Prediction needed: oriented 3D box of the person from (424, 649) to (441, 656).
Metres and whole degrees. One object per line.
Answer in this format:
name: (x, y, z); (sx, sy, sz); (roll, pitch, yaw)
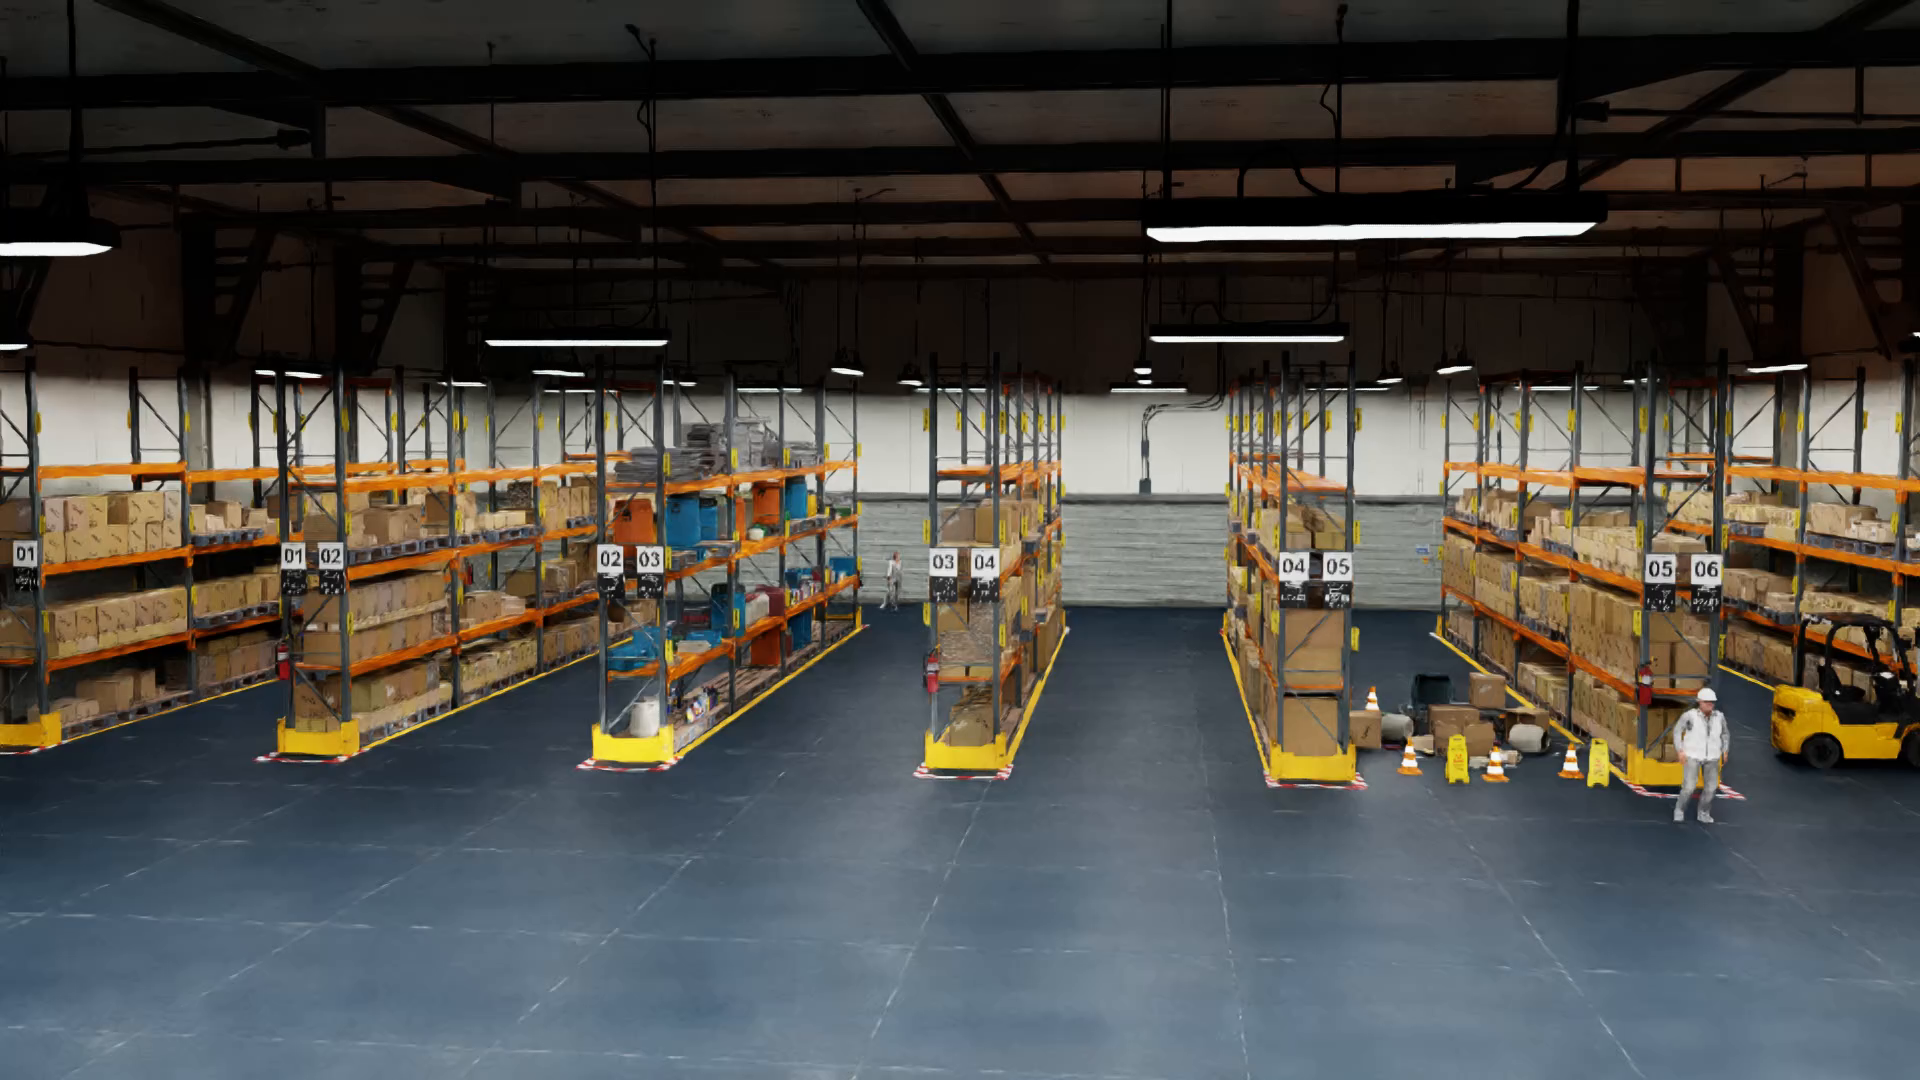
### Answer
person: (-10.550, 1.763, 33.028); (0.551, 1.782, 0.634); (3, 5, 38)

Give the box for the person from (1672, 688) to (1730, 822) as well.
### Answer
person: (9.239, 2.682, 20.730); (0.677, 1.726, 0.574); (0, 4, 4)

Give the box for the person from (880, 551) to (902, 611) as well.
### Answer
person: (-1.822, 1.091, 44.086); (0.586, 1.588, 0.469); (-3, 5, -36)

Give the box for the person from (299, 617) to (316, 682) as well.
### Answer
person: (-11.261, 2.120, 28.855); (0.415, 1.661, 0.499); (-2, 4, -24)
